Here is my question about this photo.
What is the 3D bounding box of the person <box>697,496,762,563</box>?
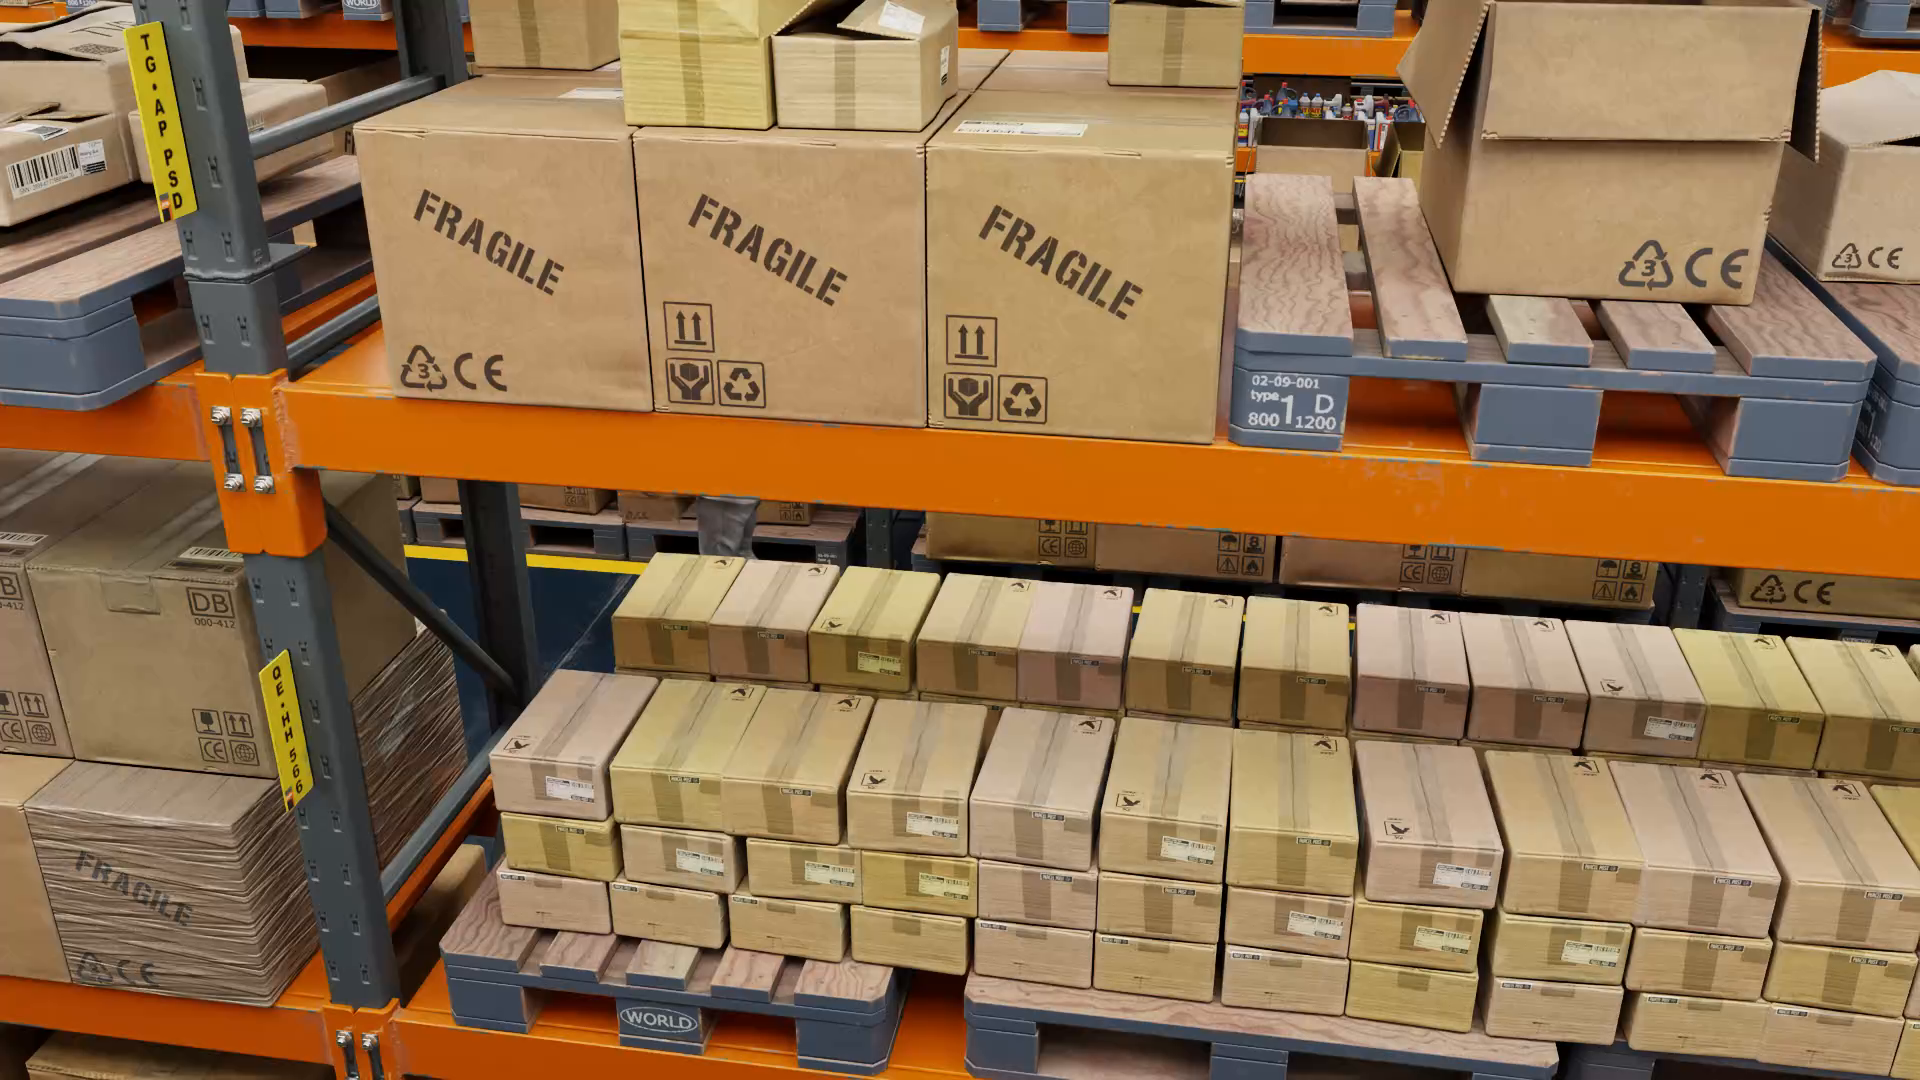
[{"bbox_3d":[-1.117,-0.249,7.616,0.520,1.769,0.558,5,25,11],"label":"person"}]
